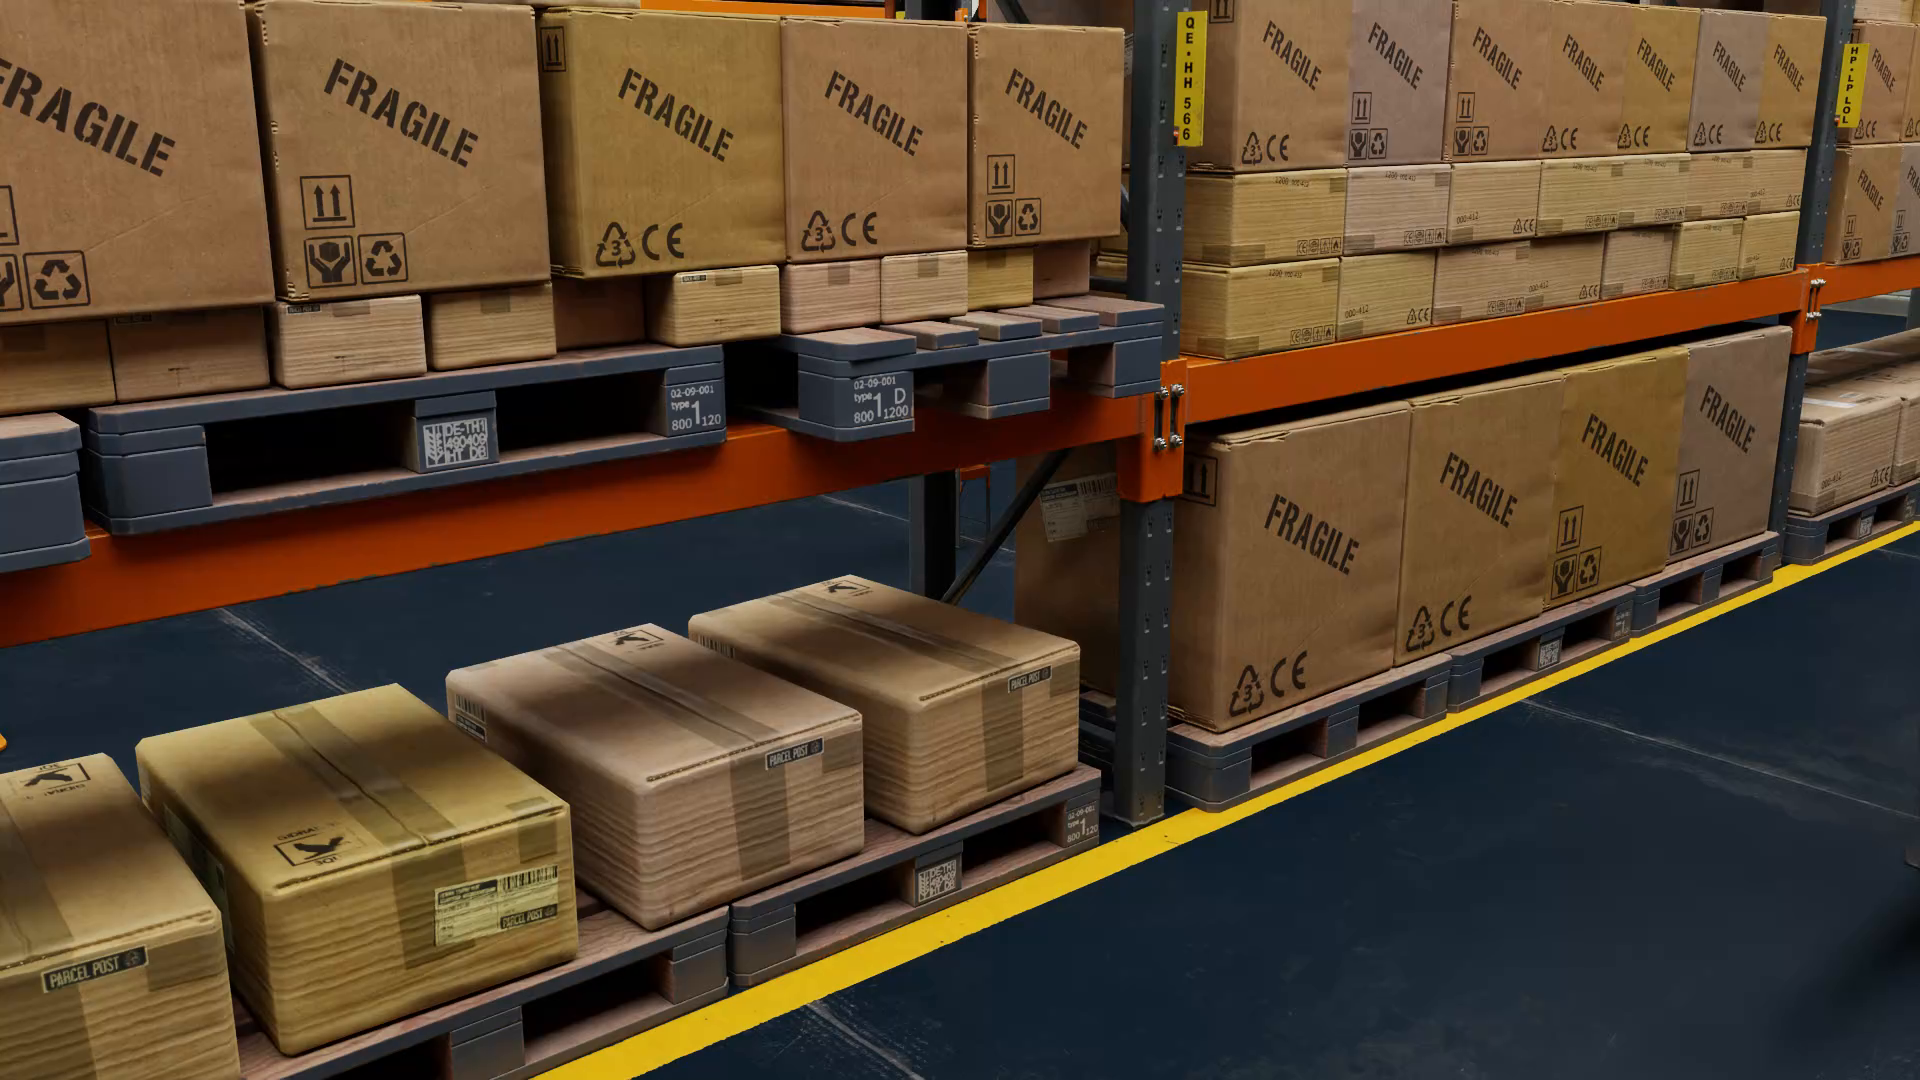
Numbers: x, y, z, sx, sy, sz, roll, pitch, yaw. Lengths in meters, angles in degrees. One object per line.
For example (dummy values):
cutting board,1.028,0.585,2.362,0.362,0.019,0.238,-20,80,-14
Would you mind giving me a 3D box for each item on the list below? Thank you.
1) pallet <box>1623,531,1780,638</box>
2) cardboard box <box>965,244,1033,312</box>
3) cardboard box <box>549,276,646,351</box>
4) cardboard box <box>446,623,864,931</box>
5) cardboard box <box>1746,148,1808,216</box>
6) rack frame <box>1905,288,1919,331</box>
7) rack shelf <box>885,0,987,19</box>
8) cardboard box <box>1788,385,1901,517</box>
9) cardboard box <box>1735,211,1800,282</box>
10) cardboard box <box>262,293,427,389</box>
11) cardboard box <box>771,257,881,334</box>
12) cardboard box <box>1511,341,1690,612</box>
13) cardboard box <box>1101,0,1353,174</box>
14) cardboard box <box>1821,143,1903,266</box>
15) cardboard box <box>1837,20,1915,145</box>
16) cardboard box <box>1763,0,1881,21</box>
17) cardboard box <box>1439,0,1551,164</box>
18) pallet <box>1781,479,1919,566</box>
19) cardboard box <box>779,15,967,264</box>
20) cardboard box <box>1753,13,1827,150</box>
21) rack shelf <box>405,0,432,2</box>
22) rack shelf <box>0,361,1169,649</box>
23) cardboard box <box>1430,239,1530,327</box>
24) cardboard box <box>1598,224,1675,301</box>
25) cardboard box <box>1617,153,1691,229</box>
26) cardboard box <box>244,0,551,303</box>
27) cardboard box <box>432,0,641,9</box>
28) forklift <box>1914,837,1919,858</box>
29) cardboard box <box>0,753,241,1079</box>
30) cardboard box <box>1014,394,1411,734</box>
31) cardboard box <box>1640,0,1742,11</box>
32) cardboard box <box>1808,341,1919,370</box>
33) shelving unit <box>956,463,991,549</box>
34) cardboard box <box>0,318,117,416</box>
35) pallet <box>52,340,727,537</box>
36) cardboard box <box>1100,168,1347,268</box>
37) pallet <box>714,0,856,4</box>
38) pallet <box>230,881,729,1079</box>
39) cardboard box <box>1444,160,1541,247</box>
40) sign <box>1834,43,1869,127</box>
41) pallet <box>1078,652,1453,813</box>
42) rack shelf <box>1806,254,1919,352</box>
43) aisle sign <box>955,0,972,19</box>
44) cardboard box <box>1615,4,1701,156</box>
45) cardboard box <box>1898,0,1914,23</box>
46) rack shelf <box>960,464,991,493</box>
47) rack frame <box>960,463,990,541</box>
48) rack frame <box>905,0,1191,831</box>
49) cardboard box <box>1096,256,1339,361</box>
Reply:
pallet,2.696,0.078,7.050,1.213,0.211,1.003,-13,19,-39
cardboard box,-0.037,-0.658,4.074,0.250,0.149,0.380,-12,19,-39
cardboard box,-0.863,-0.498,3.476,0.250,0.149,0.380,-12,19,-39
cardboard box,-0.773,0.550,4.158,0.625,0.372,0.950,-13,20,-40
cardboard box,3.055,-1.462,6.733,0.500,0.250,0.500,-13,20,-39
rack frame,6.246,-2.093,9.772,0.127,3.000,1.000,-13,19,-39
rack shelf,-1.606,-3.124,9.216,4.000,0.370,1.077,-13,19,-39
cardboard box,3.772,-0.465,7.831,0.875,0.438,0.875,-13,20,-40
cardboard box,3.055,-1.217,6.786,0.500,0.250,0.500,-13,20,-41
cardboard box,-1.181,-0.389,3.066,0.250,0.149,0.380,-12,19,-37
cardboard box,-0.393,-0.566,3.728,0.250,0.149,0.380,-14,20,-42
cardboard box,2.137,-0.316,6.425,0.875,0.875,0.875,-12,19,-38
cardboard box,0.743,-1.305,4.691,0.500,0.500,0.500,-14,20,-41
cardboard box,3.754,-1.492,7.329,0.500,0.500,0.500,-12,19,-38
cardboard box,3.747,-1.980,7.218,0.500,0.500,0.500,-12,19,-39
cardboard box,3.637,-2.263,7.020,0.250,0.149,0.380,-13,20,-40
cardboard box,1.512,-1.475,5.329,0.500,0.500,0.500,-12,19,-38
pallet,3.853,-0.181,8.020,1.213,0.211,1.003,-13,19,-39
cardboard box,-0.332,-0.911,3.766,0.500,0.500,0.500,-13,20,-40
cardboard box,3.056,-1.822,6.627,0.500,0.500,0.500,-12,19,-38
rack shelf,-4.786,-4.107,12.895,4.000,0.370,1.077,-13,19,-39
rack shelf,-1.298,-0.051,3.522,4.000,0.370,1.077,-13,19,-39
cardboard box,1.520,-0.877,5.511,0.500,0.250,0.500,-12,19,-38
cardboard box,2.277,-1.050,6.158,0.500,0.250,0.500,-13,20,-41
cardboard box,2.296,-1.287,6.078,0.500,0.250,0.500,-12,19,-38
cardboard box,-1.125,-0.733,3.099,0.500,0.500,0.500,-14,20,-42
cardboard box,-0.838,-1.114,3.266,0.250,0.149,0.380,-14,20,-42
forklift,3.670,-0.634,4.442,3.031,2.935,1.130,-13,20,-40
cardboard box,-1.873,0.795,3.239,0.625,0.372,0.950,-11,19,-36
cardboard box,0.786,-0.015,5.296,0.875,0.875,0.875,-13,20,-40
cardboard box,3.252,-2.374,7.437,0.250,0.149,0.380,-13,20,-40
cardboard box,5.129,-0.770,8.970,0.875,0.438,0.875,-12,19,-38
shelving unit,-0.011,-0.577,7.586,0.189,1.200,0.258,-13,19,-39
cardboard box,-1.603,-0.312,2.780,0.250,0.149,0.380,-12,19,-39
pallet,-1.256,-0.301,3.438,1.213,0.211,1.003,-13,19,-39
cardboard box,0.755,-0.944,4.794,0.500,0.250,0.500,-13,20,-40
pallet,-1.733,-5.093,15.363,1.213,0.211,1.003,-13,19,-39
pallet,-1.300,0.948,3.794,1.213,0.211,1.003,-13,19,-39
cardboard box,1.530,-1.114,5.428,0.500,0.250,0.500,-13,20,-40
sign,3.592,-1.832,6.706,0.005,0.325,0.100,-13,19,-39
pallet,0.855,0.491,5.503,1.213,0.211,1.003,-13,19,-39
rack shelf,4.737,-1.406,8.596,4.000,0.370,1.077,-13,19,-39
aisle sign,-0.008,-5.232,16.486,0.004,0.787,0.394,-13,19,-39
cardboard box,2.275,-1.651,5.986,0.500,0.500,0.500,-12,19,-38
cardboard box,3.985,-2.361,7.387,0.250,0.149,0.380,-13,20,-40
rack shelf,-0.011,-0.302,7.659,0.180,0.103,0.258,-13,19,-39
rack frame,0.058,-0.593,7.644,0.006,1.200,0.240,-13,19,-39
rack frame,0.211,-0.737,4.698,0.127,3.000,1.000,-13,19,-39
cardboard box,0.745,-0.699,4.844,0.500,0.250,0.500,-13,20,-40
